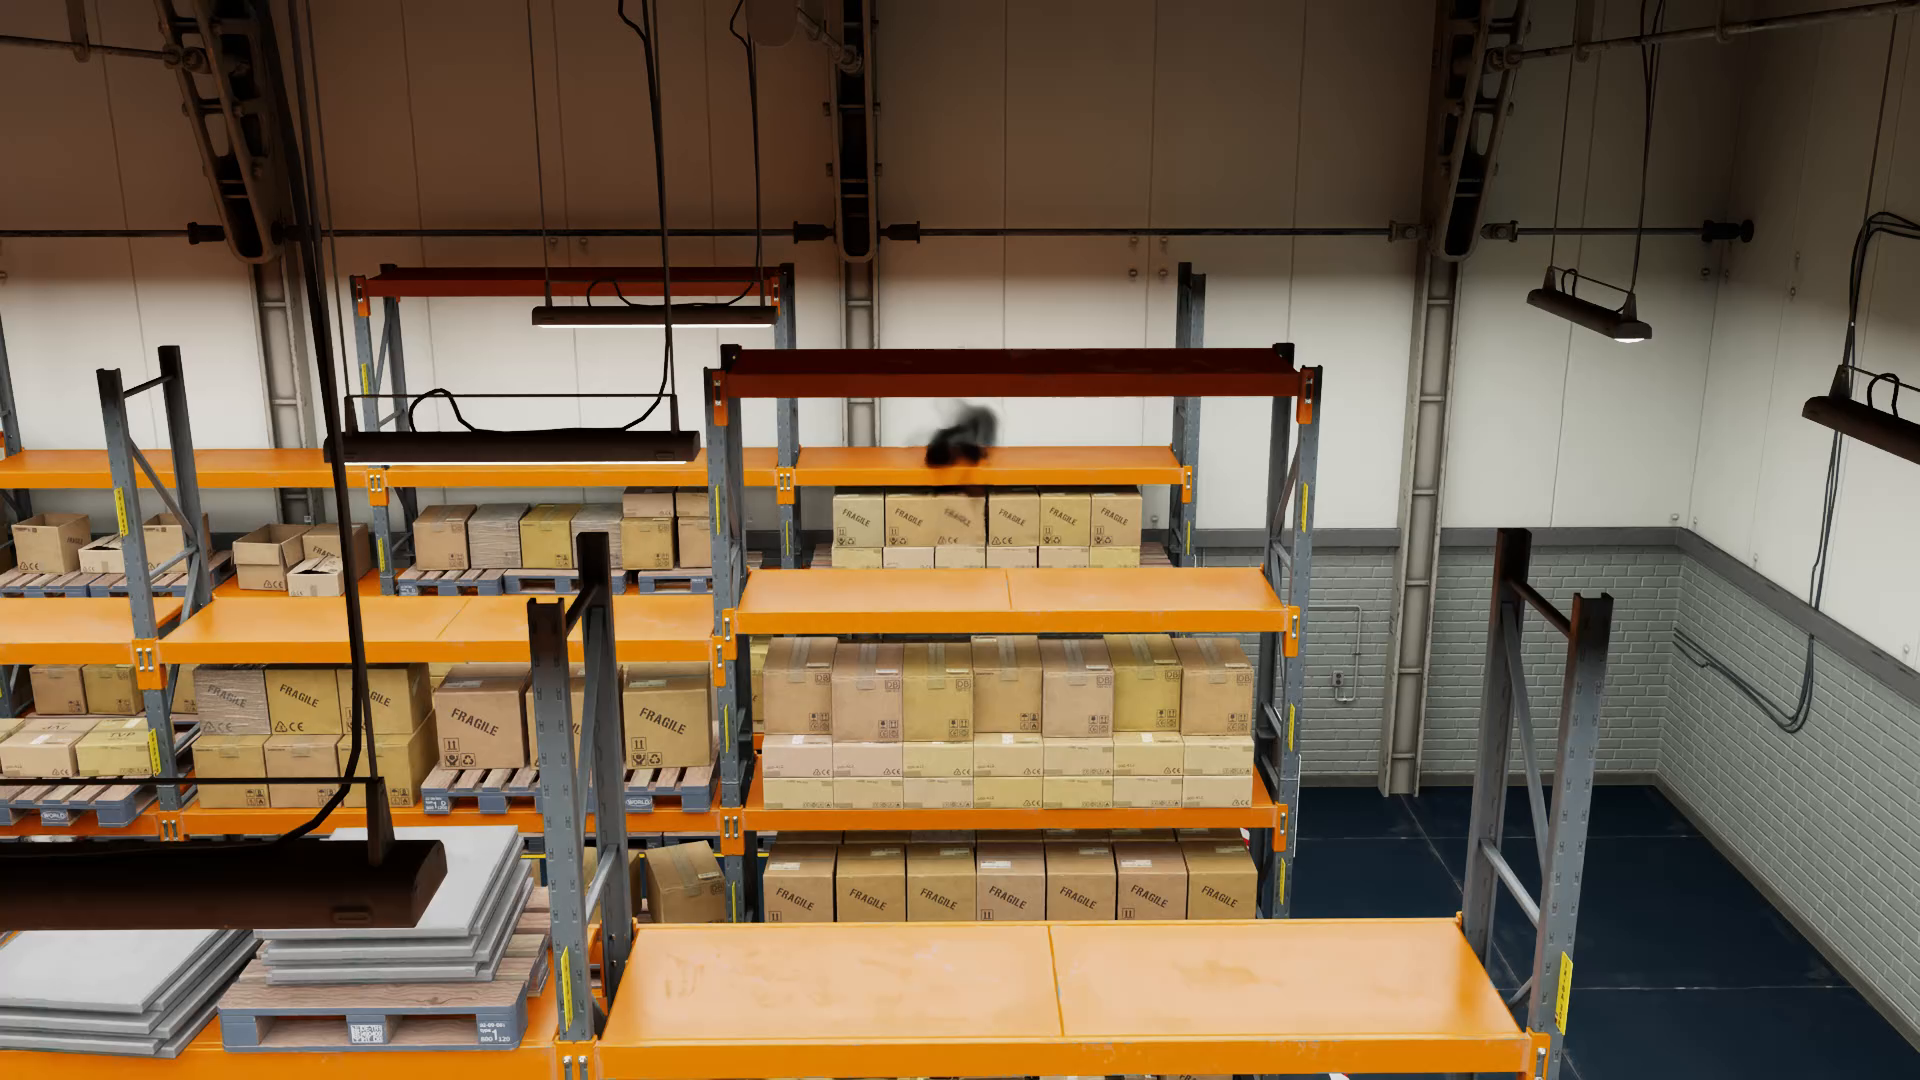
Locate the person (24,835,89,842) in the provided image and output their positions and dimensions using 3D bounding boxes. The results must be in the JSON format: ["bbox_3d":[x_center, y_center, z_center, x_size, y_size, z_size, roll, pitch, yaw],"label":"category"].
[{"bbox_3d":[-8.157,3.019,15.070,0.846,1.768,0.707,0,16,-1],"label":"person"}]
